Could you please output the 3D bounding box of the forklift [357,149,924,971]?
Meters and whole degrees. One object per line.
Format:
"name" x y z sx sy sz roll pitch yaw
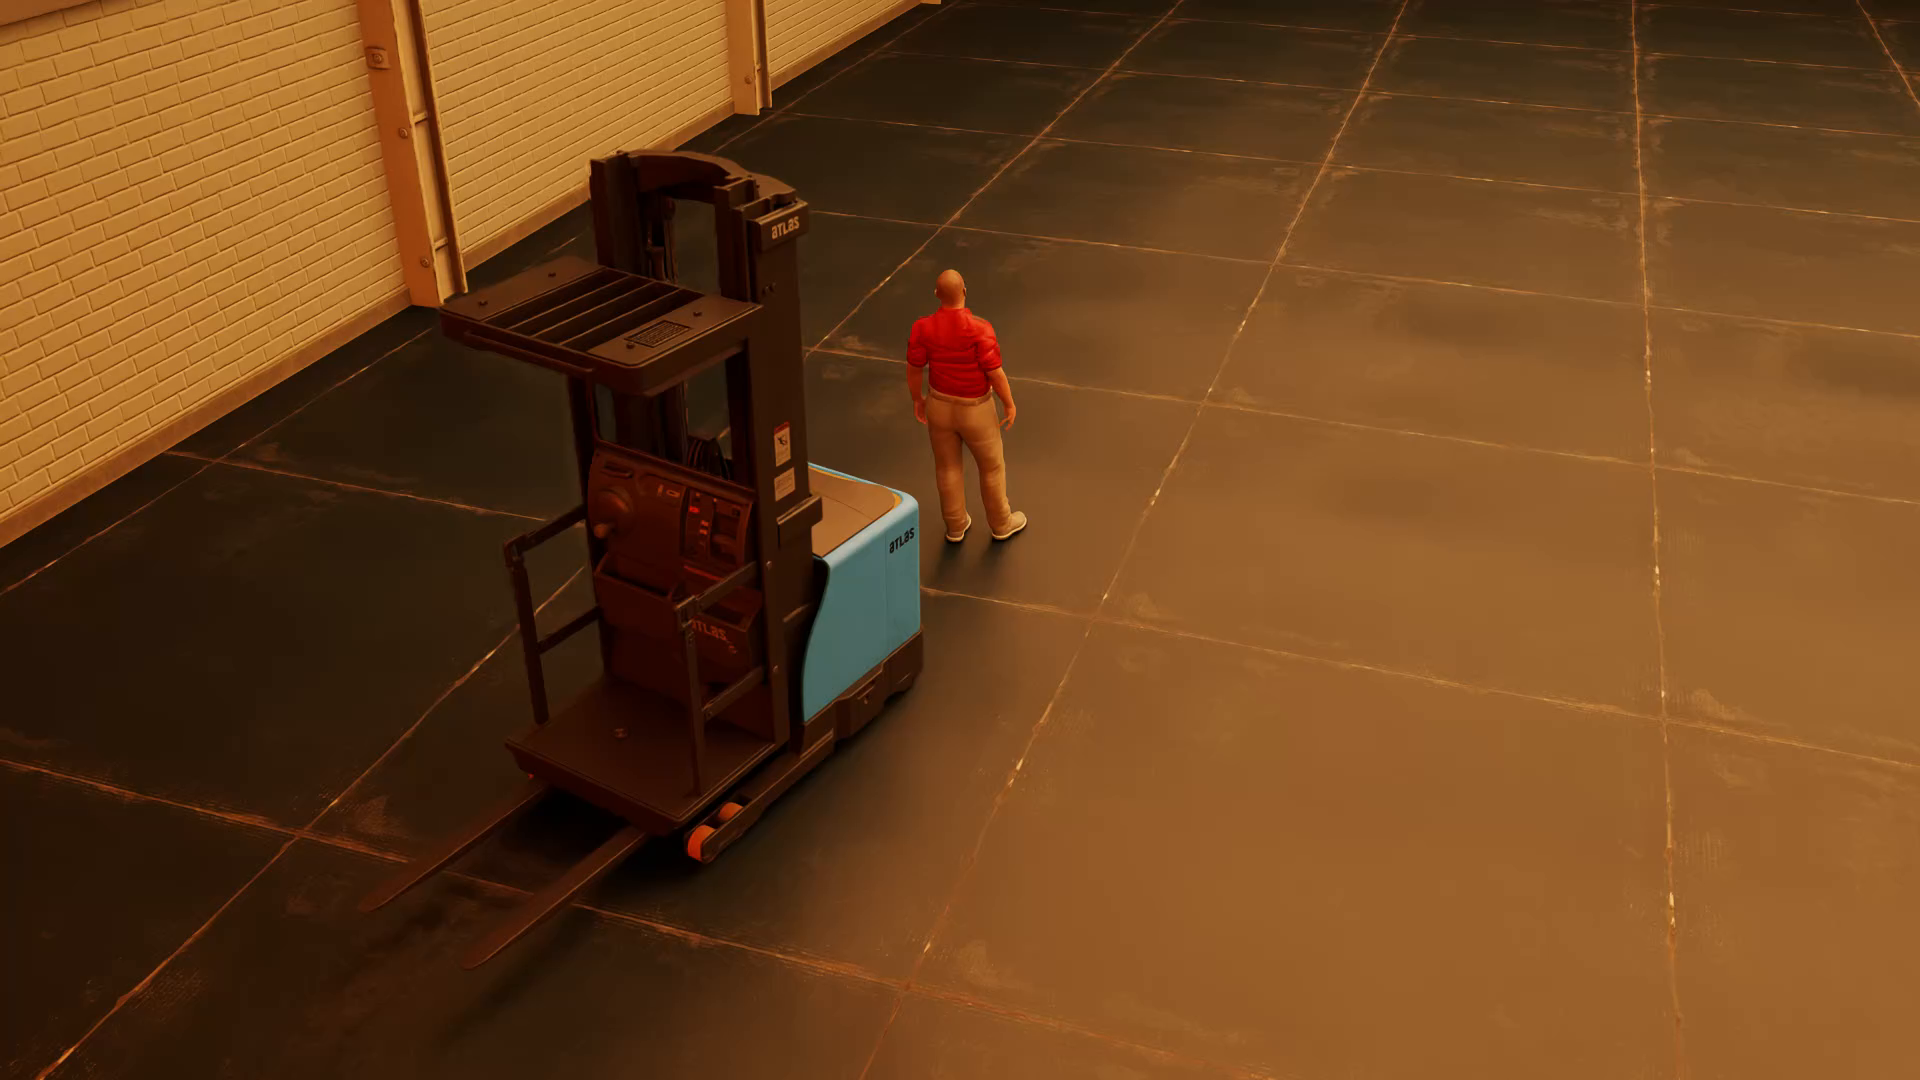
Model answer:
"forklift" -1.417 -0.080 7.277 1.130 2.935 3.031 18 34 28

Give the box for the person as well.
"person" 0.041 -0.797 9.735 0.640 1.727 0.551 10 31 16
